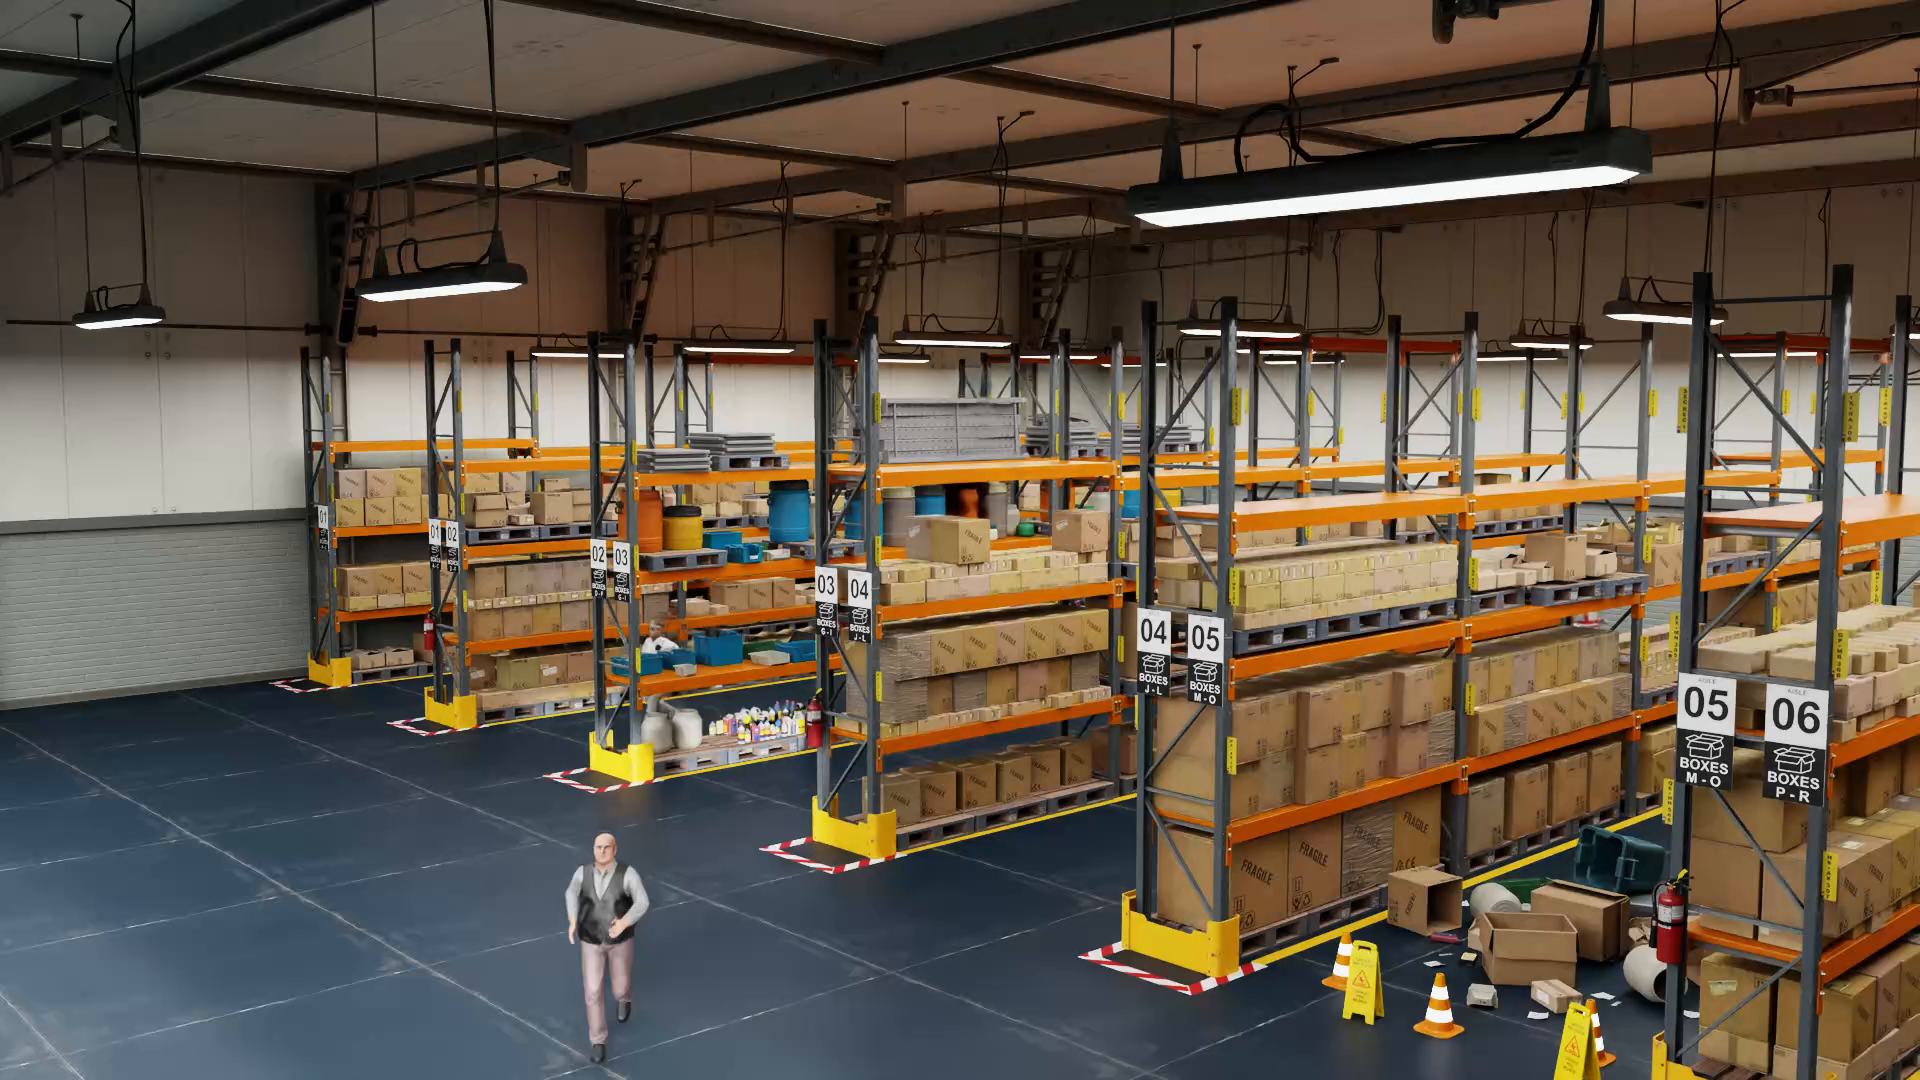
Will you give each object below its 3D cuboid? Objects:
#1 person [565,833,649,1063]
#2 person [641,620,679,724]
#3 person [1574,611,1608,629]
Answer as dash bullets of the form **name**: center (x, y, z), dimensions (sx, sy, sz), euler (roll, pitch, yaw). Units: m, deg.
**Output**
- **person**: center (-2.793, 3.152, 13.124), dimensions (0.684, 1.699, 0.900), euler (0, 5, -3)
- **person**: center (-4.562, 2.057, 24.898), dimensions (0.665, 1.752, 1.010), euler (4, 7, 40)
- **person**: center (11.396, 1.648, 30.093), dimensions (0.675, 1.741, 0.558), euler (-3, 6, -31)
